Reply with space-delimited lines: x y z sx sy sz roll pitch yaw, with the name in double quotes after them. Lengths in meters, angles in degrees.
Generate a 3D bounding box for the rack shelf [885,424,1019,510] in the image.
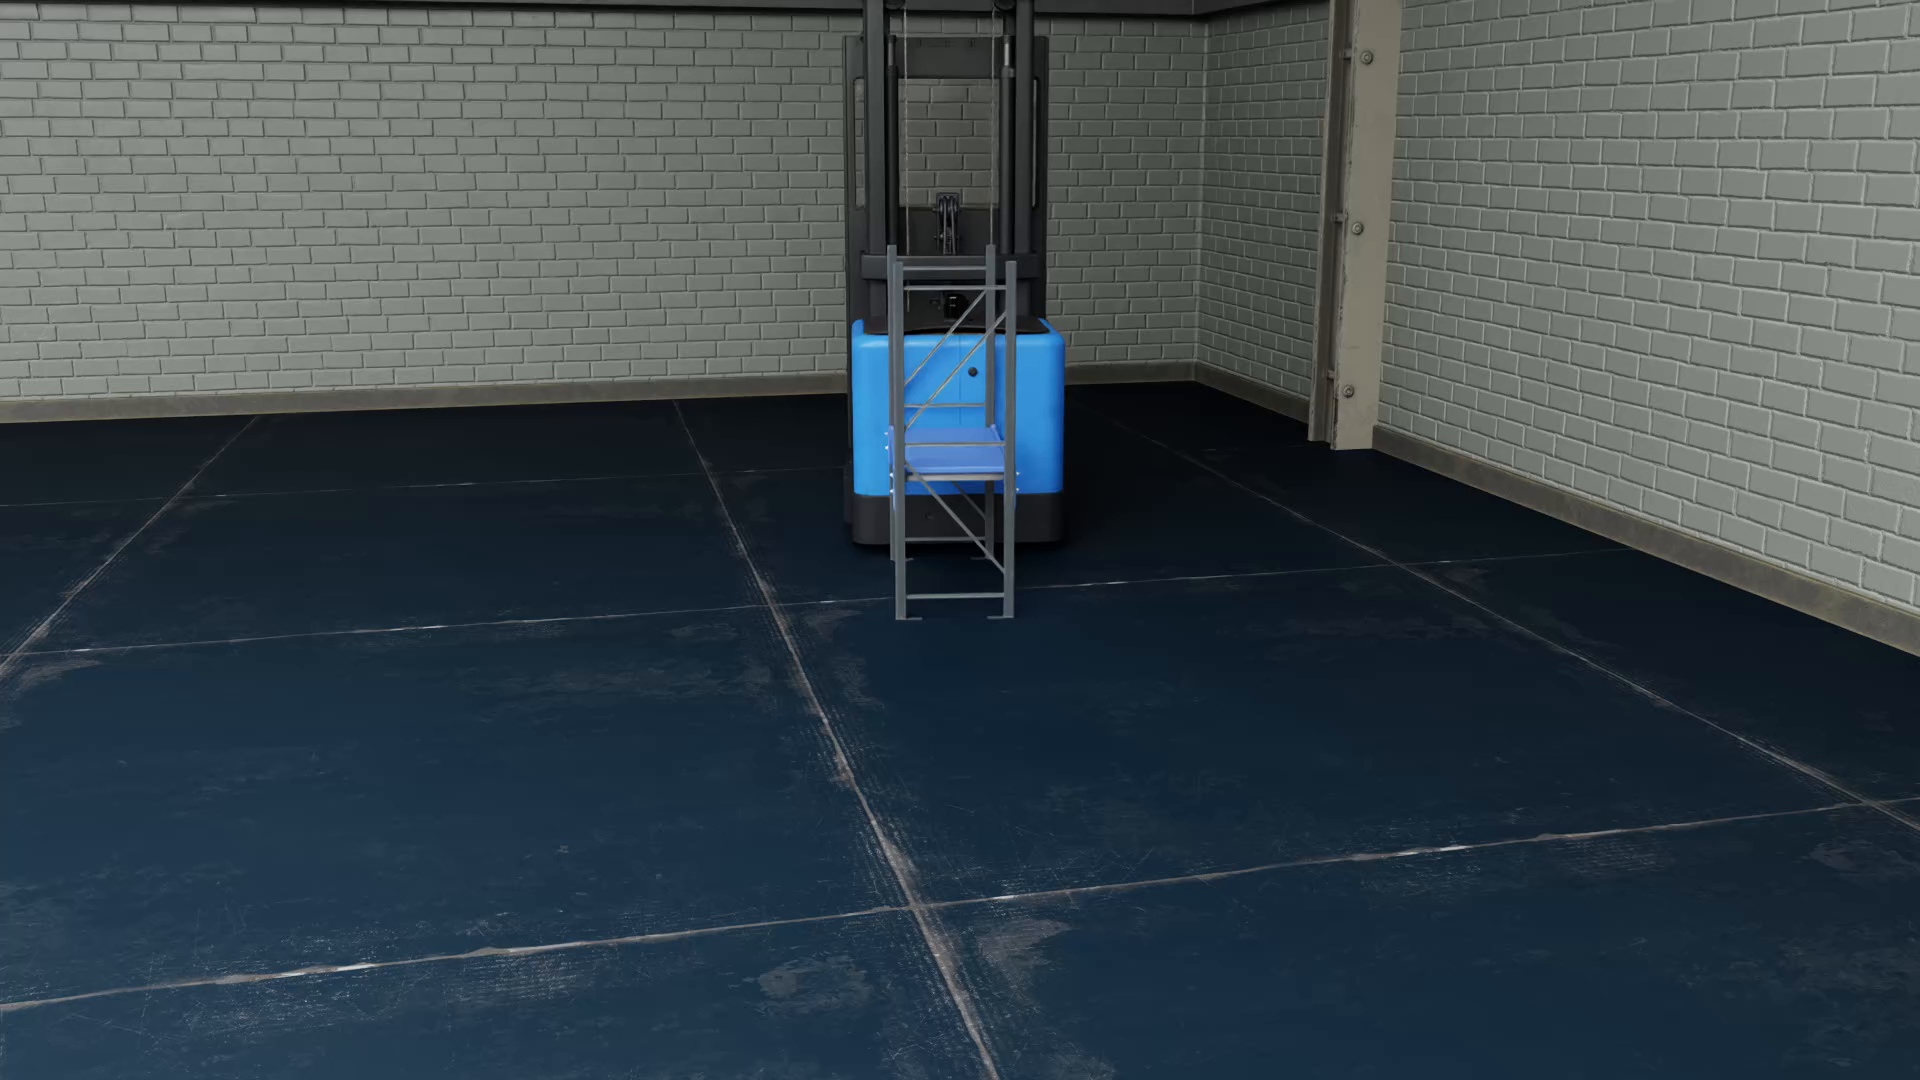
-0.053 -0.337 7.406 0.538 0.185 1.000 -1 14 -4 "rack shelf"

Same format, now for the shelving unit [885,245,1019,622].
-0.053 -0.512 7.363 0.538 1.500 1.048 -1 14 -4 "shelving unit"

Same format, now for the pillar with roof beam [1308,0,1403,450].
-1.649 -4.771 8.996 9.100 9.000 0.400 -3 14 -13 "pillar with roof beam"

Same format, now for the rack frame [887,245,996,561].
-0.086 -0.633 7.856 0.500 1.500 0.032 -1 14 -4 "rack frame"

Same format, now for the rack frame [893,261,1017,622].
-0.021 -0.392 6.871 0.500 1.500 0.032 -1 14 -4 "rack frame"

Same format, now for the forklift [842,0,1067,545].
-0.093 -1.695 9.190 1.130 2.935 3.031 -1 14 -4 "forklift"
